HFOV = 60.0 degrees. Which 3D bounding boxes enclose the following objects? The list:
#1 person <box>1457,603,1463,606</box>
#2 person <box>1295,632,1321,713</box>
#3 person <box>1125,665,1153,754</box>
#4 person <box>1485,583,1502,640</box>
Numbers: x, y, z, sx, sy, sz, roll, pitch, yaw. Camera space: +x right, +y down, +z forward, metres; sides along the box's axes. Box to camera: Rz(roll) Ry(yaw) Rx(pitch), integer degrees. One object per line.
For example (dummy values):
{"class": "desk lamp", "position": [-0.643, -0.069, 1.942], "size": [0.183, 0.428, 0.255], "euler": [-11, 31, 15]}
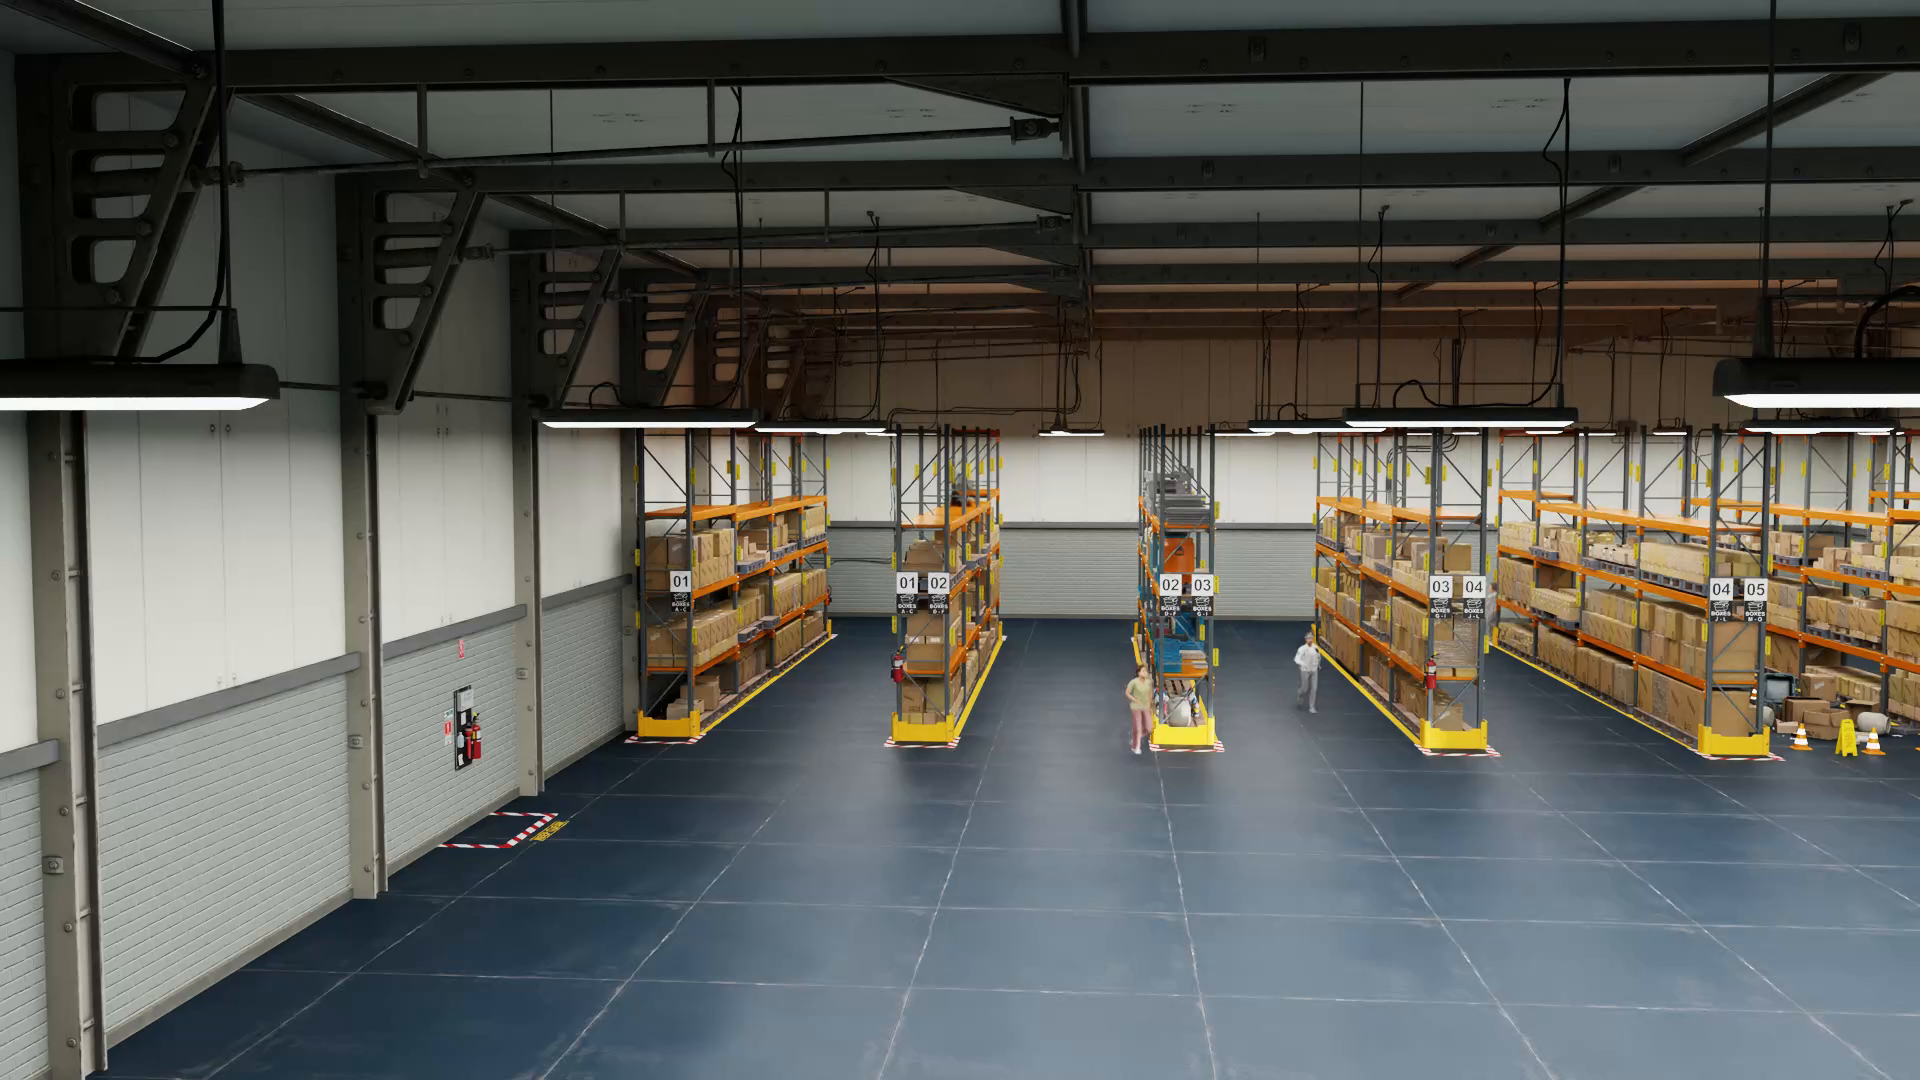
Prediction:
{"class": "person", "position": [13.544, 2.107, 45.351], "size": [0.716, 1.780, 0.664], "euler": [1, 4, 17]}
{"class": "person", "position": [7.321, 2.751, 34.852], "size": [0.618, 1.669, 0.890], "euler": [-1, 4, -9]}
{"class": "person", "position": [3.299, 3.080, 30.289], "size": [0.598, 1.628, 0.541], "euler": [-2, 4, -25]}
{"class": "person", "position": [15.132, 2.033, 47.263], "size": [0.605, 1.630, 0.601], "euler": [0, 3, 1]}
